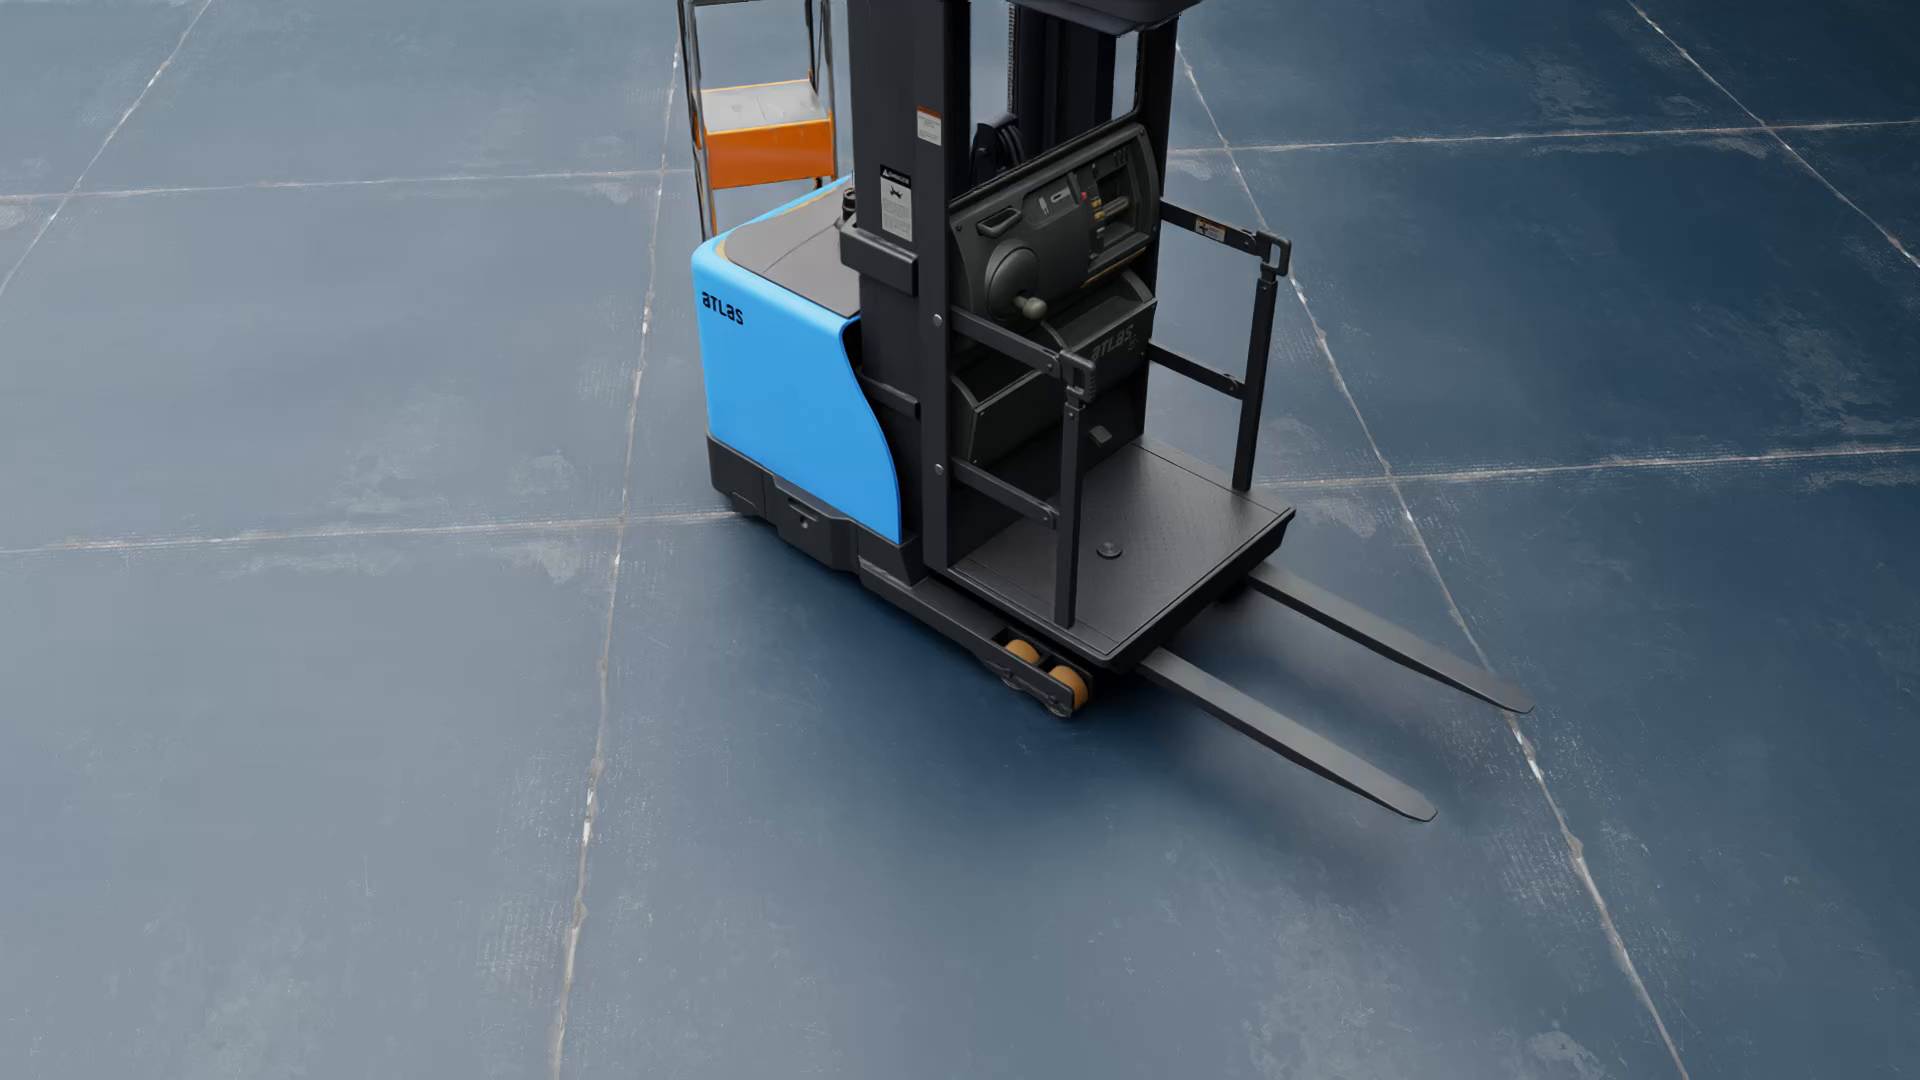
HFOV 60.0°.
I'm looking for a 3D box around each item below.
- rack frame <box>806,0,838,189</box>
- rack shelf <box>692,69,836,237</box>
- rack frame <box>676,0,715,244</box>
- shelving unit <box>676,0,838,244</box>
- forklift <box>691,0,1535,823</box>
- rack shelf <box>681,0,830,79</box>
[{"bbox_3d":[-0.524,-1.521,6.483,0.015,2.100,0.400,-10,39,-12],"label":"rack frame"},{"bbox_3d":[-0.759,-1.470,6.440,0.480,0.518,0.431,-10,39,-12],"label":"rack shelf"},{"bbox_3d":[-0.994,-1.441,6.381,0.015,2.100,0.400,-10,39,-12],"label":"rack frame"},{"bbox_3d":[-0.759,-1.481,6.432,0.503,2.100,0.431,-10,39,-12],"label":"shelving unit"},{"bbox_3d":[0.469,-0.936,5.070,3.031,2.935,1.130,29,47,32],"label":"forklift"},{"bbox_3d":[-0.759,-2.020,6.007,0.480,0.518,0.431,-10,39,-12],"label":"rack shelf"}]
